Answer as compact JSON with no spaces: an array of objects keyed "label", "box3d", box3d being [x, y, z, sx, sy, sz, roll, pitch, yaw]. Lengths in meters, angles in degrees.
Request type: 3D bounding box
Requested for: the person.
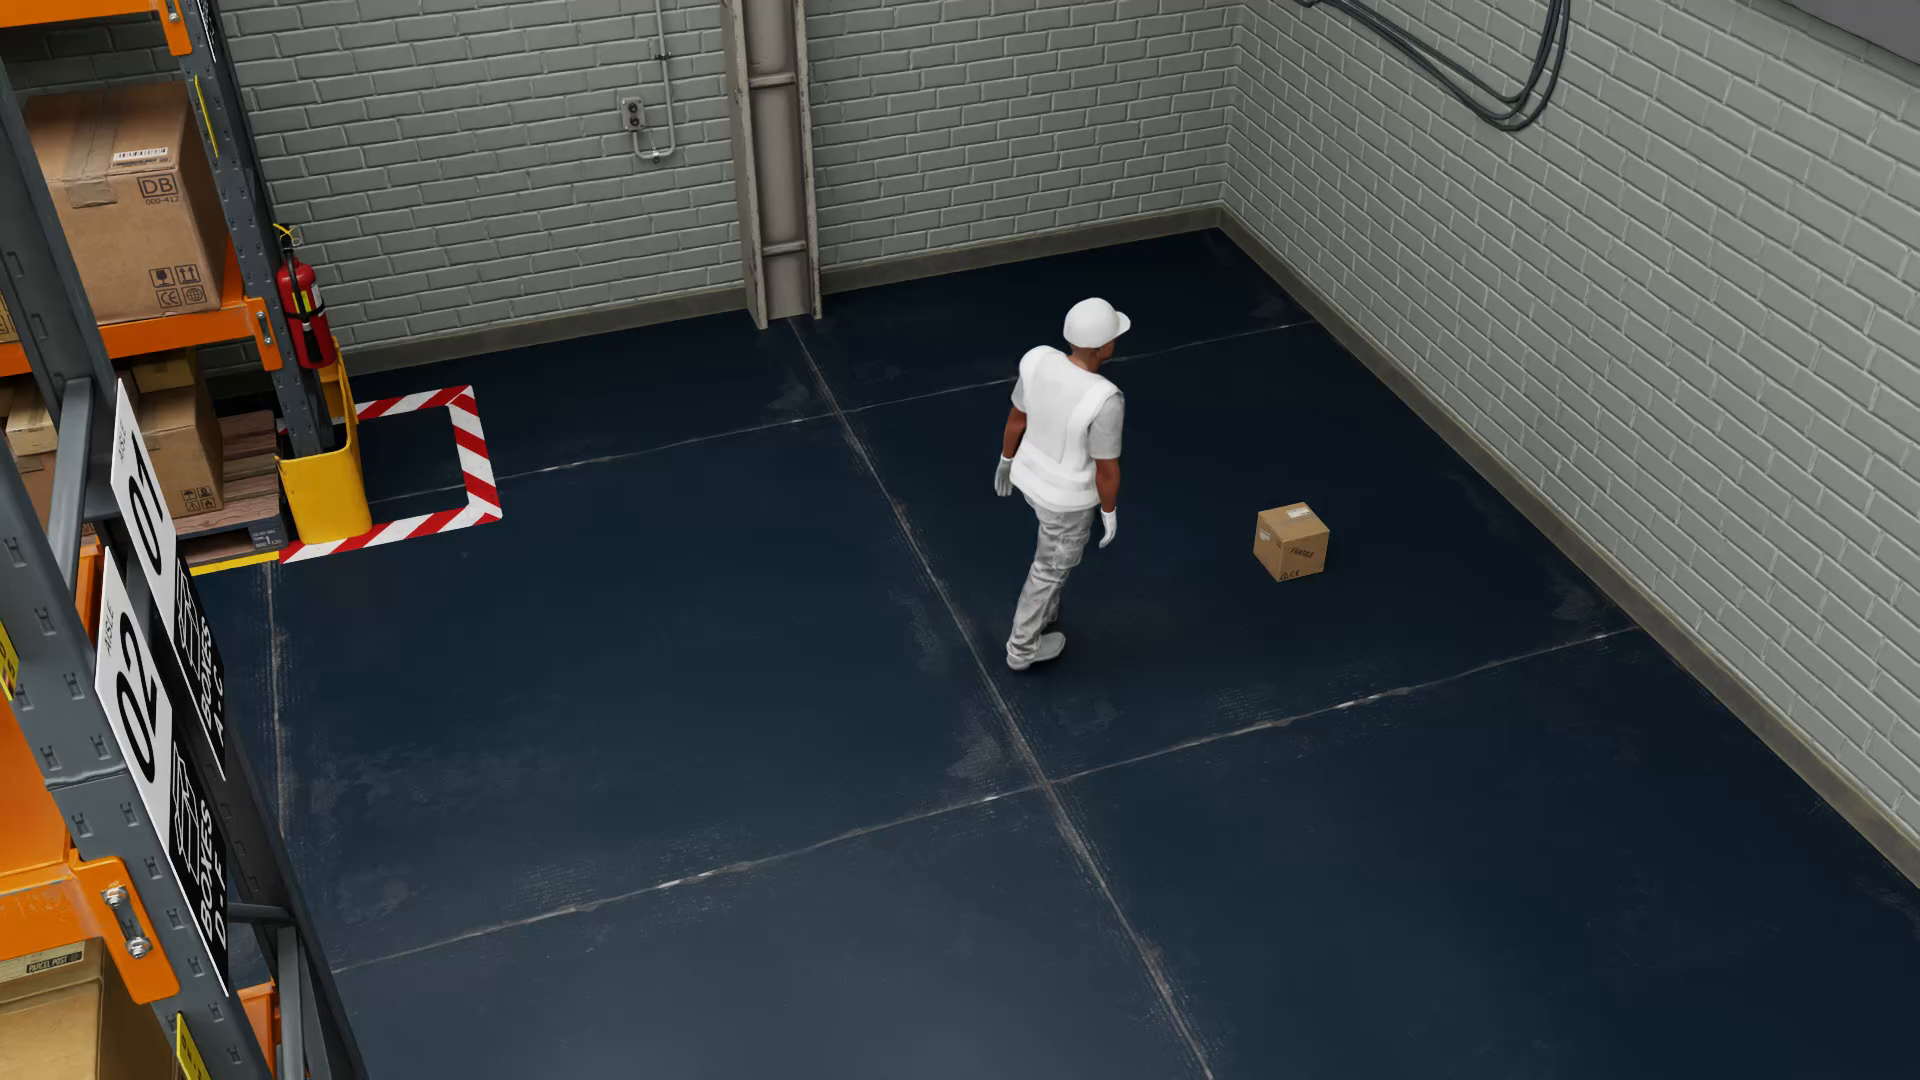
[{"label":"person","box3d":[0.427,-0.212,7.027,0.519,1.778,0.595,-23,43,-27]}]
